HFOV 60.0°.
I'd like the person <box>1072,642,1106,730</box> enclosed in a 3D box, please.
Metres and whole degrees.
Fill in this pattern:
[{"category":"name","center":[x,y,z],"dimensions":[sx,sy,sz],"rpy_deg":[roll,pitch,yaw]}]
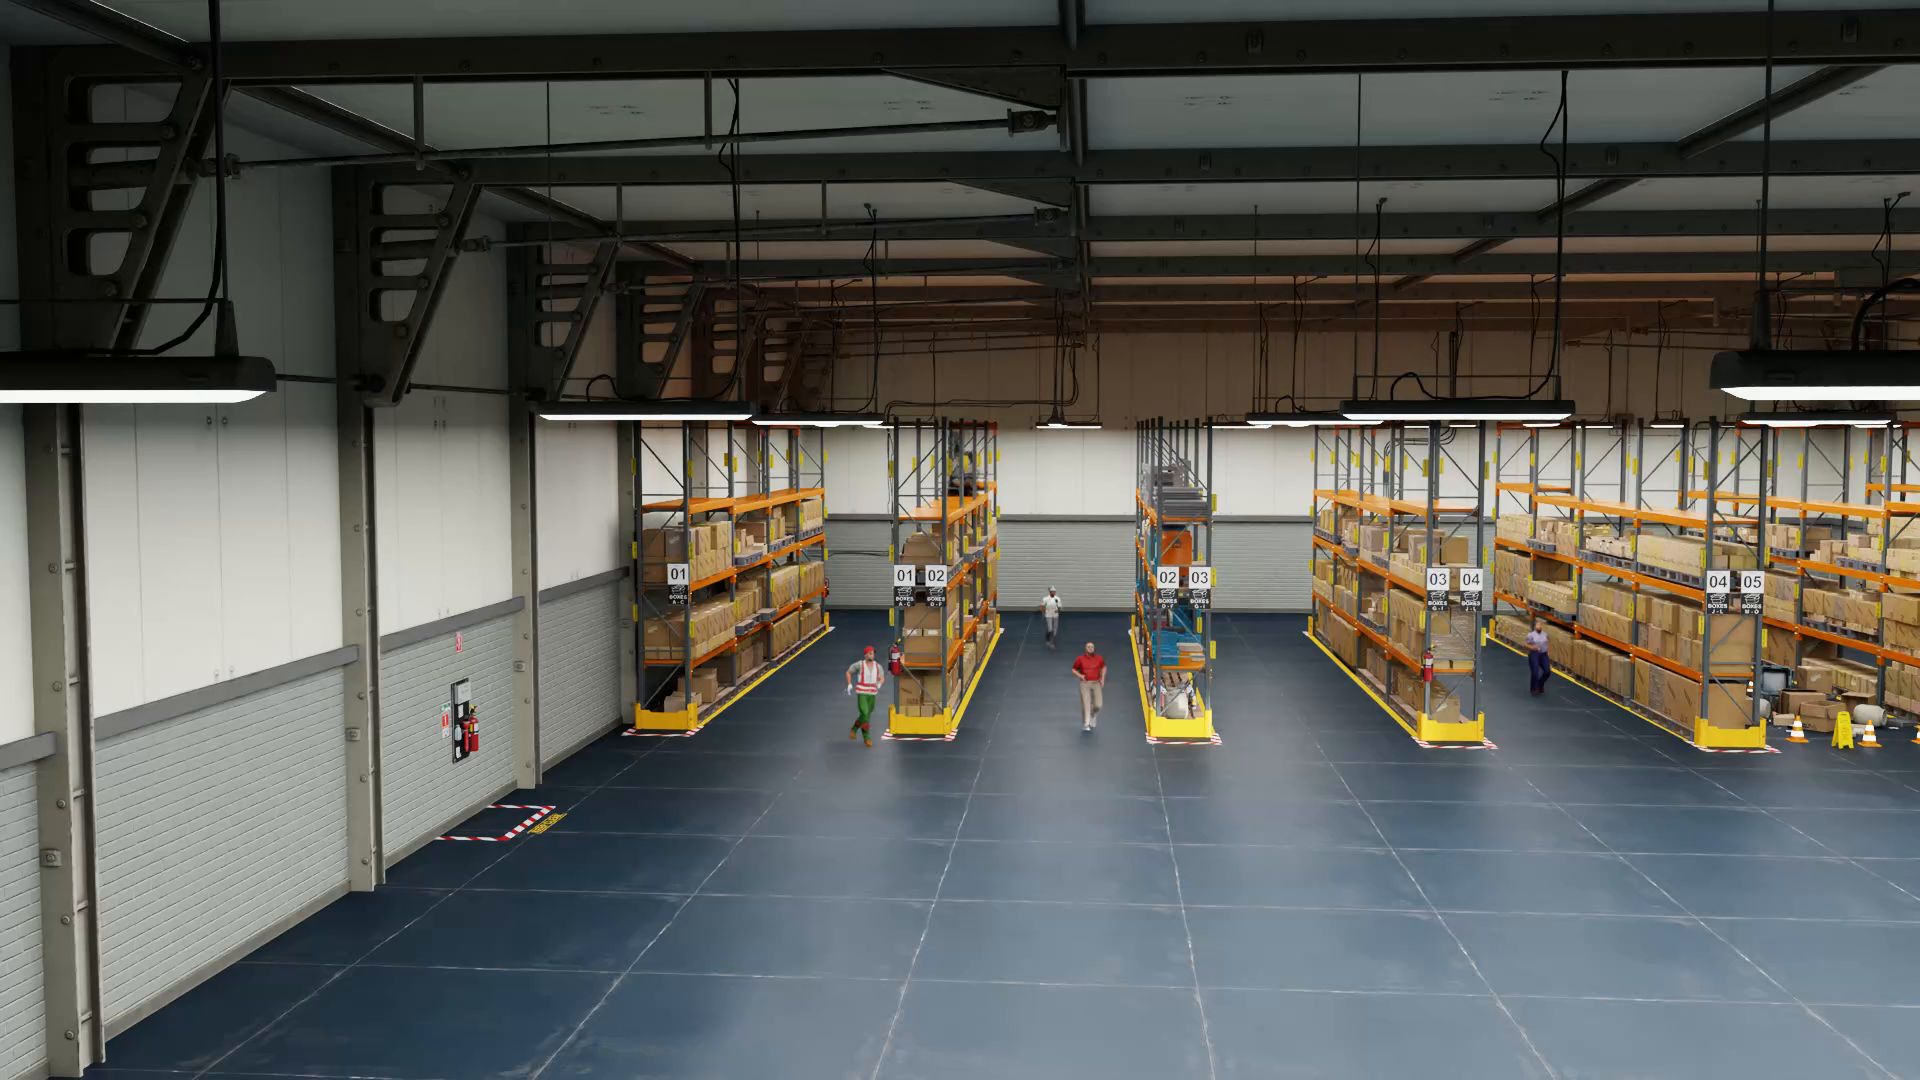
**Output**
[{"category":"person","center":[2.495,2.794,31.775],"dimensions":[0.677,1.683,0.600],"rpy_deg":[-1,4,-8]}]

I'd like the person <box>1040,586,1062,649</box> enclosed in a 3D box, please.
[{"category":"person","center":[2.413,2.038,43.665],"dimensions":[0.564,1.657,0.598],"rpy_deg":[0,4,-6]}]

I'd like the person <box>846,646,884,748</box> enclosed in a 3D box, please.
[{"category":"person","center":[-1.687,2.835,30.430],"dimensions":[0.703,1.769,0.927],"rpy_deg":[-2,4,-29]}]

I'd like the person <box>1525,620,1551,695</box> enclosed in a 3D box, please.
[{"category":"person","center":[12.568,2.558,36.047],"dimensions":[0.591,1.618,0.576],"rpy_deg":[0,4,-3]}]
